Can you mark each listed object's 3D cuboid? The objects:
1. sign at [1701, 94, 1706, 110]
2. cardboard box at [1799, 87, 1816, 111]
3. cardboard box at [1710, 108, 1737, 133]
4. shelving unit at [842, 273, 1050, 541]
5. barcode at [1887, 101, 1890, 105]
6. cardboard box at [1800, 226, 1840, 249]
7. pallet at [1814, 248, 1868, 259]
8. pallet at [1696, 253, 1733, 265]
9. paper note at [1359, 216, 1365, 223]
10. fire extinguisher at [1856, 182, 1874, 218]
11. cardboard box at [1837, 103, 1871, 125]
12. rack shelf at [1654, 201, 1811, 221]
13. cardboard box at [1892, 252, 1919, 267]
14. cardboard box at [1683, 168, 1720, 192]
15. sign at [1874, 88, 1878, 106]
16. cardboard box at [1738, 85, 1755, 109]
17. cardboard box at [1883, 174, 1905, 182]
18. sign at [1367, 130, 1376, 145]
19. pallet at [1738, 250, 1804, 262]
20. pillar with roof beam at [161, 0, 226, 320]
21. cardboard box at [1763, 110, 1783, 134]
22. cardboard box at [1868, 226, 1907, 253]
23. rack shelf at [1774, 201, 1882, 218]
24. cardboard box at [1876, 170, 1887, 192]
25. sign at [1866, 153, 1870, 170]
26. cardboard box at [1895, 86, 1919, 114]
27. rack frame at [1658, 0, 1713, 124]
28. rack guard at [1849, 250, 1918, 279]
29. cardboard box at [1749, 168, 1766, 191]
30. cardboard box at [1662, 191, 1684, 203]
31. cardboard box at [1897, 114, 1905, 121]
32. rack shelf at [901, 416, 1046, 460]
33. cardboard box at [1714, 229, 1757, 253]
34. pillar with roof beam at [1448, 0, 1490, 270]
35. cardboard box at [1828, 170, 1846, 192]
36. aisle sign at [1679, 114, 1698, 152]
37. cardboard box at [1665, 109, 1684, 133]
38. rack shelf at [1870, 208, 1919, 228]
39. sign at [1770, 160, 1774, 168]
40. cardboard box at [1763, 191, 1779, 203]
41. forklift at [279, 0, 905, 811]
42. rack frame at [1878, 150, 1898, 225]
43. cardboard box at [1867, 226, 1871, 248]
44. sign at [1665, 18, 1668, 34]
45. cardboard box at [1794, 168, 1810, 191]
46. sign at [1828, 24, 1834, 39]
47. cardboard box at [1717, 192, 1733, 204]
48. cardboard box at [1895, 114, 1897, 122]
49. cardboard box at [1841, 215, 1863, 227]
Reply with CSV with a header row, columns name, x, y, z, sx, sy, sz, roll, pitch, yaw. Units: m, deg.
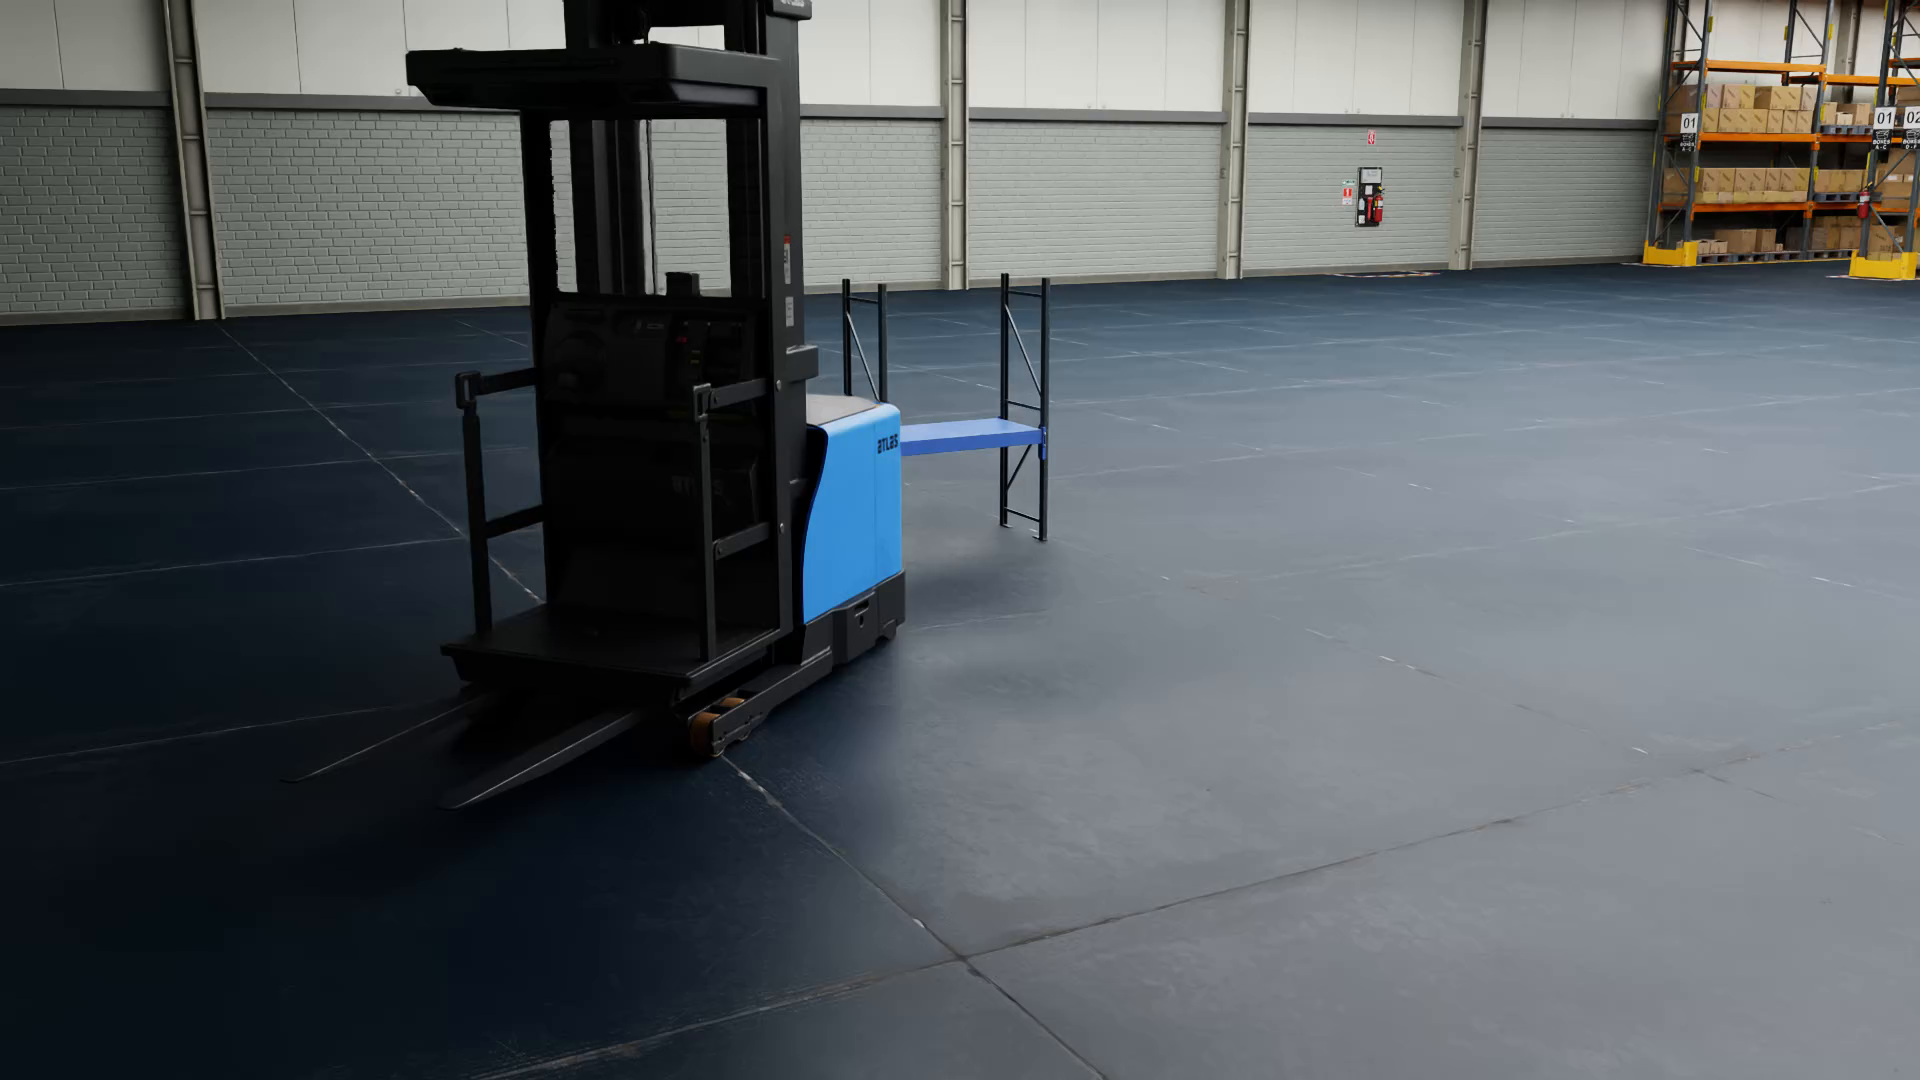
name,x,y,z,sx,sy,sz,roll,pitch,yaw
sign,15.767,-9.298,35.269,0.005,0.325,0.100,-7,14,-28
cardboard box,18.708,-9.838,37.110,0.500,0.500,0.500,-8,15,-33
cardboard box,16.409,-9.071,35.979,0.500,0.500,0.500,-6,14,-24
shelving unit,-0.075,-0.723,9.405,1.048,1.500,0.538,-7,14,-28
barcode,17.917,-8.430,32.080,0.075,0.075,0.001,-7,14,-28
cardboard box,20.085,-7.073,38.898,0.500,0.500,0.700,-7,15,-29
pallet,20.772,-6.784,39.275,1.213,0.211,1.003,-7,14,-28
pallet,16.303,-6.239,36.850,1.213,0.211,1.003,-7,14,-28
paper note,8.064,-6.434,33.373,0.142,0.148,0.016,-7,14,-28
fire extinguisher,17.557,-6.598,32.270,0.183,0.674,0.296,-7,14,-28
cardboard box,20.618,-9.822,38.406,0.500,0.500,0.500,-7,15,-30
rack shelf,17.262,-7.372,37.173,4.000,0.370,1.077,-7,14,-28
cardboard box,18.461,-5.435,32.235,0.500,0.250,0.500,-7,14,-28
cardboard box,16.070,-7.807,36.057,0.500,0.500,0.500,-7,14,-28
sign,17.636,-8.521,31.972,0.005,0.325,0.100,-7,14,-28
cardboard box,16.870,-9.615,36.119,0.500,0.500,0.500,-6,14,-26
cardboard box,18.128,-7.001,32.179,0.250,0.149,0.380,-7,15,-29
sign,8.198,-8.018,33.127,0.199,0.298,0.001,-7,14,-28
pallet,18.445,-6.496,37.991,1.213,0.211,1.003,-7,14,-28
pillar with roof beam,-8.563,-6.694,18.858,0.400,9.000,9.100,-7,14,-28
cardboard box,17.775,-9.238,36.722,0.500,0.500,0.500,-7,15,-30
cardboard box,18.212,-5.901,32.598,0.500,0.500,0.500,-7,14,-28
rack shelf,20.773,-7.793,39.043,4.000,0.370,1.077,-7,14,-28
cardboard box,21.643,-8.502,39.327,0.500,0.500,0.700,-8,15,-33
sign,17.636,-7.345,32.237,0.005,0.325,0.100,-7,14,-28
cardboard box,18.390,-8.405,31.782,0.637,0.503,0.797,-6,14,-24
rack frame,15.507,-10.439,35.501,0.127,3.000,1.000,-7,14,-28
rack guard,17.862,-5.336,32.182,0.348,0.500,1.175,-7,14,-28
cardboard box,17.412,-7.967,36.767,0.500,0.500,0.500,-6,14,-26
cardboard box,15.824,-7.536,36.558,0.500,0.250,0.500,-7,14,-27
cardboard box,22.919,-10.142,39.782,0.500,0.500,0.700,-8,15,-32
rack shelf,-0.075,-0.547,9.444,1.000,0.185,0.538,-7,14,-28
cardboard box,17.325,-6.691,37.198,0.500,0.500,0.700,-8,15,-31
pillar with roof beam,12.503,-9.219,30.077,0.400,9.000,9.100,-7,14,-28
cardboard box,19.975,-8.301,38.434,0.500,0.500,0.700,-5,14,-22
aisle sign,15.587,-8.716,35.583,0.004,0.787,0.394,-7,14,-28
cardboard box,15.752,-9.127,36.229,0.500,0.500,0.500,-6,14,-24
rack shelf,19.639,-6.418,32.933,4.000,0.370,1.077,-7,14,-28
sign,18.749,-8.605,38.376,0.005,0.325,0.100,-7,14,-28
cardboard box,17.872,-7.655,37.088,0.500,0.250,0.500,-7,14,-28
forklift,-1.273,-0.738,6.215,1.130,2.935,3.031,5,14,21
rack frame,22.529,-8.354,39.899,0.127,3.000,1.000,-7,14,-28
cardboard box,21.414,-7.232,39.603,0.500,0.500,0.700,-7,14,-28
sign,15.259,-11.081,35.865,0.005,0.325,0.100,-7,14,-28
cardboard box,18.751,-8.127,37.475,0.500,0.500,0.500,-7,14,-28
sign,19.261,-11.248,36.786,0.005,0.325,0.100,-7,14,-28
cardboard box,16.536,-7.497,36.385,0.500,0.250,0.500,-7,15,-30
cardboard box,21.786,-9.845,39.417,0.500,0.500,0.500,-7,14,-28
cardboard box,20.942,-7.526,39.204,0.500,0.250,0.500,-7,14,-28
